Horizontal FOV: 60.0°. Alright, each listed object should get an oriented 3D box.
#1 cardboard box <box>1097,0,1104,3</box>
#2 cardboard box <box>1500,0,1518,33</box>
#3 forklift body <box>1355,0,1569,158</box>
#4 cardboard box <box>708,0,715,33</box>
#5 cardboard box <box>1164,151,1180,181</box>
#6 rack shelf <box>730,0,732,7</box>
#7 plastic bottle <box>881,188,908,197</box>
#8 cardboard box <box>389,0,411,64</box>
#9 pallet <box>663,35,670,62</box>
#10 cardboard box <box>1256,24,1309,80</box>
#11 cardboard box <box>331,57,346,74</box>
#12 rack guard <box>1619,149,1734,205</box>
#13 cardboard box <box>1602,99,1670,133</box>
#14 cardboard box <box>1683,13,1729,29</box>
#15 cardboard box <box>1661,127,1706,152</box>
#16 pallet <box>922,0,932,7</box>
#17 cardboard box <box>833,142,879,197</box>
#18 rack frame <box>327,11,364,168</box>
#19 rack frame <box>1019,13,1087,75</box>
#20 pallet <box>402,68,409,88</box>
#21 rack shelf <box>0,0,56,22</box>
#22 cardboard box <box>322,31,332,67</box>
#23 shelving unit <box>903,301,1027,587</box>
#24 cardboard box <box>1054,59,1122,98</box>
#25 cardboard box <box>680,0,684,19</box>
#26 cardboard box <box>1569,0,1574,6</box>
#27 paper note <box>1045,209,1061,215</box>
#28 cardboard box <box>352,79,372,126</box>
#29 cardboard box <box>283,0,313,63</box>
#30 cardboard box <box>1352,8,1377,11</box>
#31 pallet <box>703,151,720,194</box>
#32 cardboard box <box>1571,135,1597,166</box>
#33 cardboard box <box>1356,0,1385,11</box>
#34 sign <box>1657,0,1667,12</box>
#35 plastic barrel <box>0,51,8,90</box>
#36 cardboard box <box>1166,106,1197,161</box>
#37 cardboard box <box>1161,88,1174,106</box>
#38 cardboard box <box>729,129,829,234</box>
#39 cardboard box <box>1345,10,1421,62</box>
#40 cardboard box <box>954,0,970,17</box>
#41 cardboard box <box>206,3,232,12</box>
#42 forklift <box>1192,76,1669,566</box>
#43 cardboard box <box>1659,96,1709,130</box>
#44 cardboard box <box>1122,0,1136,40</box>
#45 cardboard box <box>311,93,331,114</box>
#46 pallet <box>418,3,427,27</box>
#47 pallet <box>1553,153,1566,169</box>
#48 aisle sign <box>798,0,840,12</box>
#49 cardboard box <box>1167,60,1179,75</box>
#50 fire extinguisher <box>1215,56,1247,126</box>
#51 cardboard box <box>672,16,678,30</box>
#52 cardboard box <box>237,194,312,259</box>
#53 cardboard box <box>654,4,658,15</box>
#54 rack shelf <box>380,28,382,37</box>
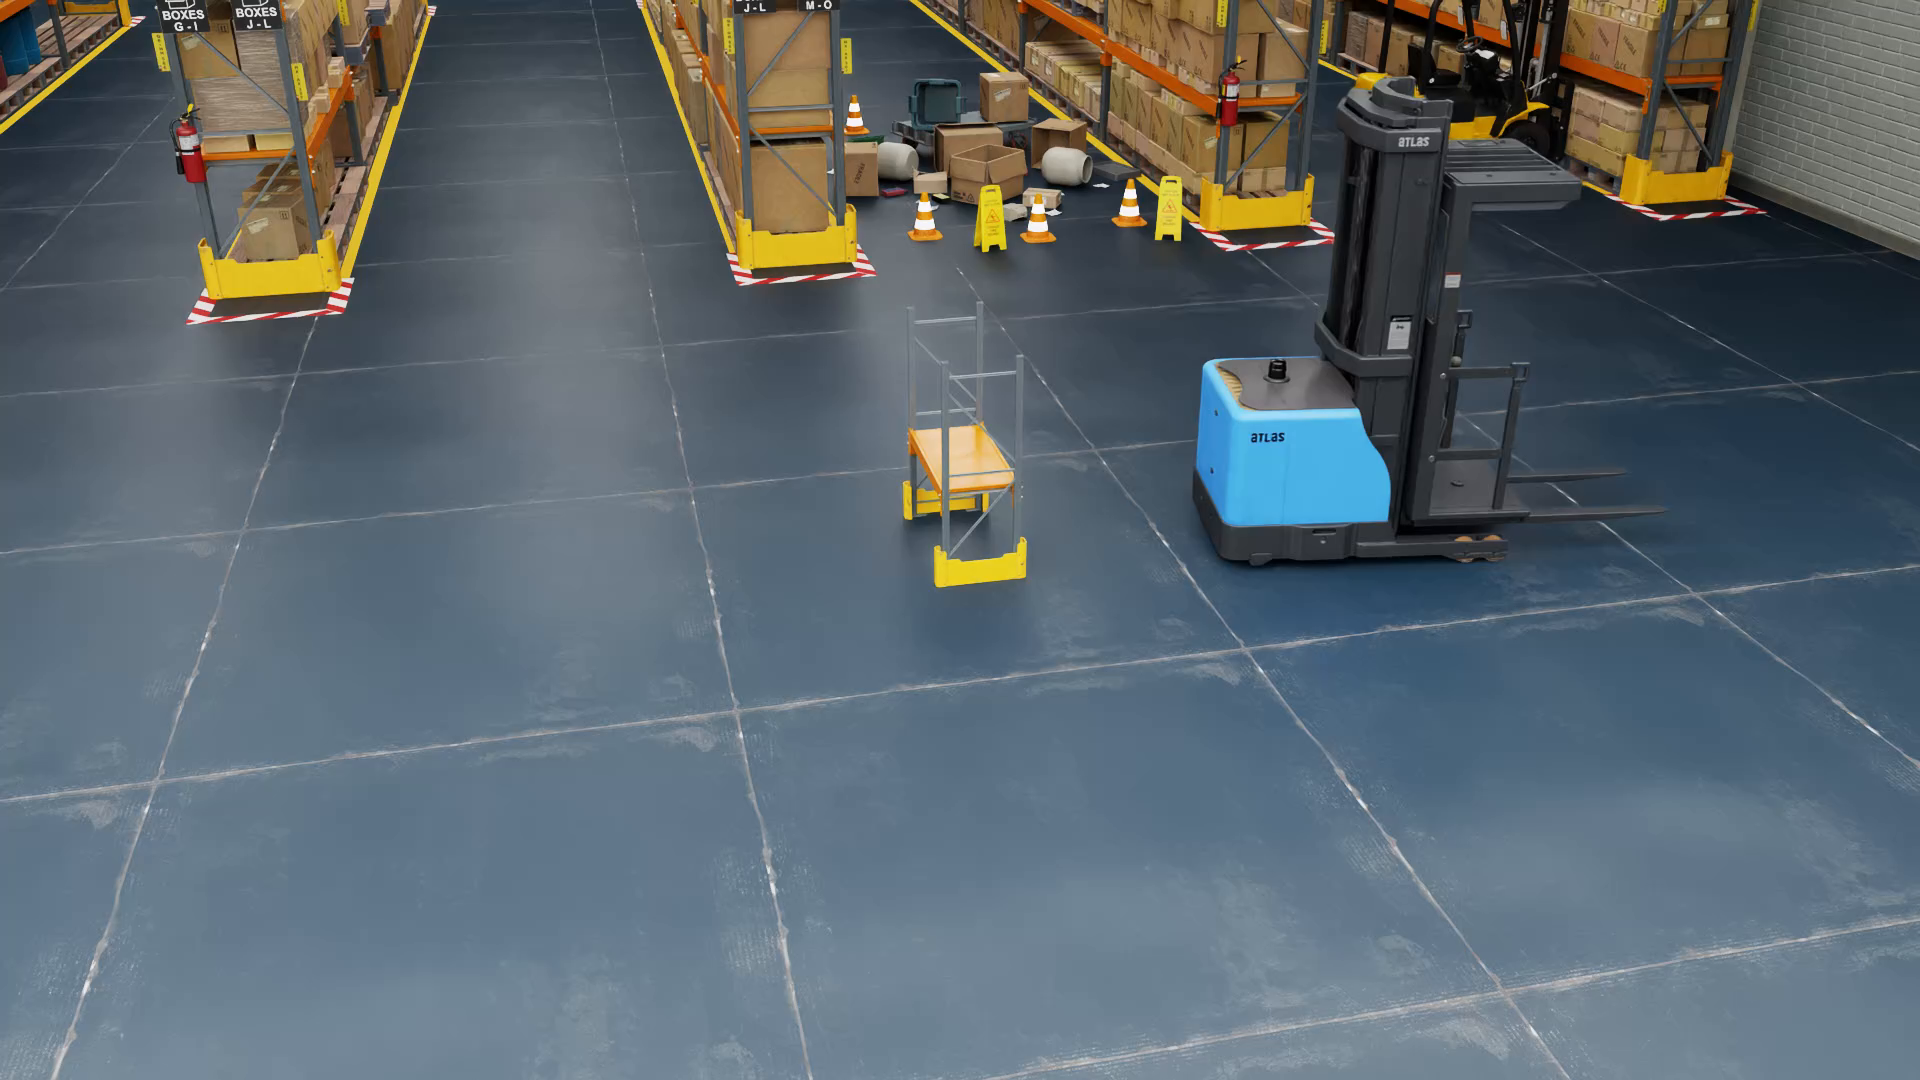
[{"bbox_3d":[1.943,-6.992,20.714,0.500,0.500,0.500,-6,27,-13],"label":"cardboard box"},{"bbox_3d":[7.085,-6.550,20.633,0.500,0.500,0.500,-5,27,-11],"label":"cardboard box"},{"bbox_3d":[5.802,-5.466,19.538,2.313,2.155,1.214,-6,27,-12],"label":"forklift body"},{"bbox_3d":[-2.255,-5.804,17.901,0.875,0.550,0.550,-6,27,-12],"label":"cardboard box"},{"bbox_3d":[2.618,-4.208,18.689,0.500,0.250,0.500,-6,27,-11],"label":"cardboard box"},{"bbox_3d":[-2.079,-6.041,17.205,1.077,0.370,4.000,-6,27,-12],"label":"rack shelf"},{"bbox_3d":[-0.737,-3.943,18.841,0.283,0.061,0.133,-16,31,-29],"label":"plastic bottle"},{"bbox_3d":[-8.822,-7.521,24.561,1.225,0.875,0.875,-7,28,-13],"label":"cardboard box"},{"bbox_3d":[-4.156,-7.826,26.368,1.003,0.211,1.213,-6,27,-12],"label":"pallet"},{"bbox_3d":[3.335,-5.105,17.441,0.500,0.500,0.500,-6,27,-12],"label":"cardboard box"},{"bbox_3d":[-7.050,-5.265,18.477,0.380,0.149,0.250,-6,27,-12],"label":"cardboard box"},{"bbox_3d":[8.012,-4.071,18.607,1.175,0.500,0.348,-6,27,-12],"label":"rack guard"},{"bbox_3d":[7.599,-4.774,18.702,0.500,0.250,0.500,-5,27,-10],"label":"cardboard box"},{"bbox_3d":[8.183,-5.707,18.243,0.380,0.149,0.250,-7,28,-13],"label":"cardboard box"},{"bbox_3d":[8.103,-4.608,18.928,0.500,0.250,0.500,-5,27,-11],"label":"cardboard box"},{"bbox_3d":[-0.178,-10.128,30.928,1.003,0.211,1.213,-6,27,-12],"label":"pallet"},{"bbox_3d":[-1.180,-4.209,18.877,0.500,0.500,0.500,-1,27,-3],"label":"cardboard box"},{"bbox_3d":[-7.385,-5.441,18.548,1.000,3.000,0.127,-6,27,-12],"label":"rack frame"},{"bbox_3d":[1.369,-8.204,24.021,1.000,3.000,0.127,-6,27,-12],"label":"rack frame"},{"bbox_3d":[-8.662,-6.841,24.416,1.003,0.211,1.213,-6,27,-12],"label":"pallet"},{"bbox_3d":[-13.563,-7.251,22.933,1.077,0.370,4.000,-6,27,-12],"label":"rack shelf"},{"bbox_3d":[-7.344,-5.415,18.055,0.875,0.500,0.500,-6,27,-12],"label":"cardboard box"},{"bbox_3d":[0.017,-0.636,10.692,0.587,1.500,1.083,-6,27,-12],"label":"shelving unit"},{"bbox_3d":[1.826,-6.313,22.724,0.950,0.372,0.625,-5,27,-10],"label":"cardboard box"},{"bbox_3d":[-3.362,-7.033,21.590,0.500,0.500,0.500,-6,27,-12],"label":"cardboard box"},{"bbox_3d":[7.374,-6.335,19.488,0.380,0.149,0.250,-6,27,-12],"label":"cardboard box"},{"bbox_3d":[1.019,-3.579,18.154,0.148,0.019,0.142,-16,31,-29],"label":"paper note"},{"bbox_3d":[-7.844,-5.495,20.941,0.700,0.500,0.500,-4,27,-7],"label":"cardboard box"},{"bbox_3d":[-6.448,-4.799,15.724,0.500,0.500,0.500,-6,27,-12],"label":"cardboard box"},{"bbox_3d":[6.382,-7.995,25.915,0.500,0.500,0.500,-5,27,-10],"label":"cardboard box"},{"bbox_3d":[-2.435,-4.314,19.410,1.003,0.211,1.213,-6,27,-12],"label":"pallet"},{"bbox_3d":[7.490,-4.551,19.369,0.500,0.250,0.500,-6,27,-12],"label":"cardboard box"},{"bbox_3d":[6.390,-8.331,25.862,0.380,0.149,0.250,-5,27,-9],"label":"cardboard box"},{"bbox_3d":[7.475,-5.771,17.654,0.100,0.325,0.005,-6,27,-12],"label":"sign"},{"bbox_3d":[-13.493,-6.514,22.884,0.600,0.588,0.708,-6,27,-12],"label":"plastic barrel"},{"bbox_3d":[2.616,-4.541,18.517,0.500,0.500,0.500,-5,27,-10],"label":"cardboard box"},{"bbox_3d":[2.478,-4.982,18.672,0.380,0.149,0.250,-5,27,-9],"label":"cardboard box"},{"bbox_3d":[-1.845,-3.675,16.940,0.875,0.875,0.875,-6,27,-11],"label":"cardboard box"},{"bbox_3d":[6.331,-7.562,24.918,0.875,0.625,0.625,-5,27,-10],"label":"cardboard box"},{"bbox_3d":[0.430,-9.290,28.551,0.875,0.438,0.875,-6,27,-12],"label":"cardboard box"},{"bbox_3d":[-6.966,-4.745,15.617,0.500,0.500,0.500,-6,27,-12],"label":"cardboard box"},{"bbox_3d":[3.149,-1.399,10.615,3.031,2.935,1.130,-2,27,-4],"label":"forklift"},{"bbox_3d":[8.083,-4.834,18.821,0.500,0.250,0.500,-6,27,-12],"label":"cardboard box"},{"bbox_3d":[2.234,-6.186,19.582,0.500,0.500,0.500,-6,27,-12],"label":"cardboard box"},{"bbox_3d":[-6.559,-4.391,16.746,0.380,0.149,0.250,-6,27,-12],"label":"cardboard box"},{"bbox_3d":[-9.833,-9.122,28.934,1.003,0.211,1.213,-6,27,-12],"label":"pallet"},{"bbox_3d":[7.522,-4.819,20.409,1.003,0.211,1.213,-6,27,-12],"label":"pallet"},{"bbox_3d":[-1.320,-5.305,15.392,0.394,0.787,0.004,-6,27,-12],"label":"aisle sign"},{"bbox_3d":[2.523,-5.277,18.500,0.380,0.149,0.250,-6,27,-12],"label":"cardboard box"},{"bbox_3d":[2.748,-4.560,16.888,0.296,0.674,0.183,-6,27,-12],"label":"fire extinguisher"},{"bbox_3d":[-3.841,-7.337,23.779,0.500,0.250,0.500,-7,28,-13],"label":"cardboard box"},{"bbox_3d":[-6.608,-3.033,16.084,0.500,0.500,0.500,-1,27,-2],"label":"cardboard box"},{"bbox_3d":[-4.864,-8.800,27.570,0.380,0.149,0.250,-7,28,-13],"label":"cardboard box"},{"bbox_3d":[-8.737,-7.754,23.929,1.077,0.370,4.000,-6,27,-12],"label":"rack shelf"}]
